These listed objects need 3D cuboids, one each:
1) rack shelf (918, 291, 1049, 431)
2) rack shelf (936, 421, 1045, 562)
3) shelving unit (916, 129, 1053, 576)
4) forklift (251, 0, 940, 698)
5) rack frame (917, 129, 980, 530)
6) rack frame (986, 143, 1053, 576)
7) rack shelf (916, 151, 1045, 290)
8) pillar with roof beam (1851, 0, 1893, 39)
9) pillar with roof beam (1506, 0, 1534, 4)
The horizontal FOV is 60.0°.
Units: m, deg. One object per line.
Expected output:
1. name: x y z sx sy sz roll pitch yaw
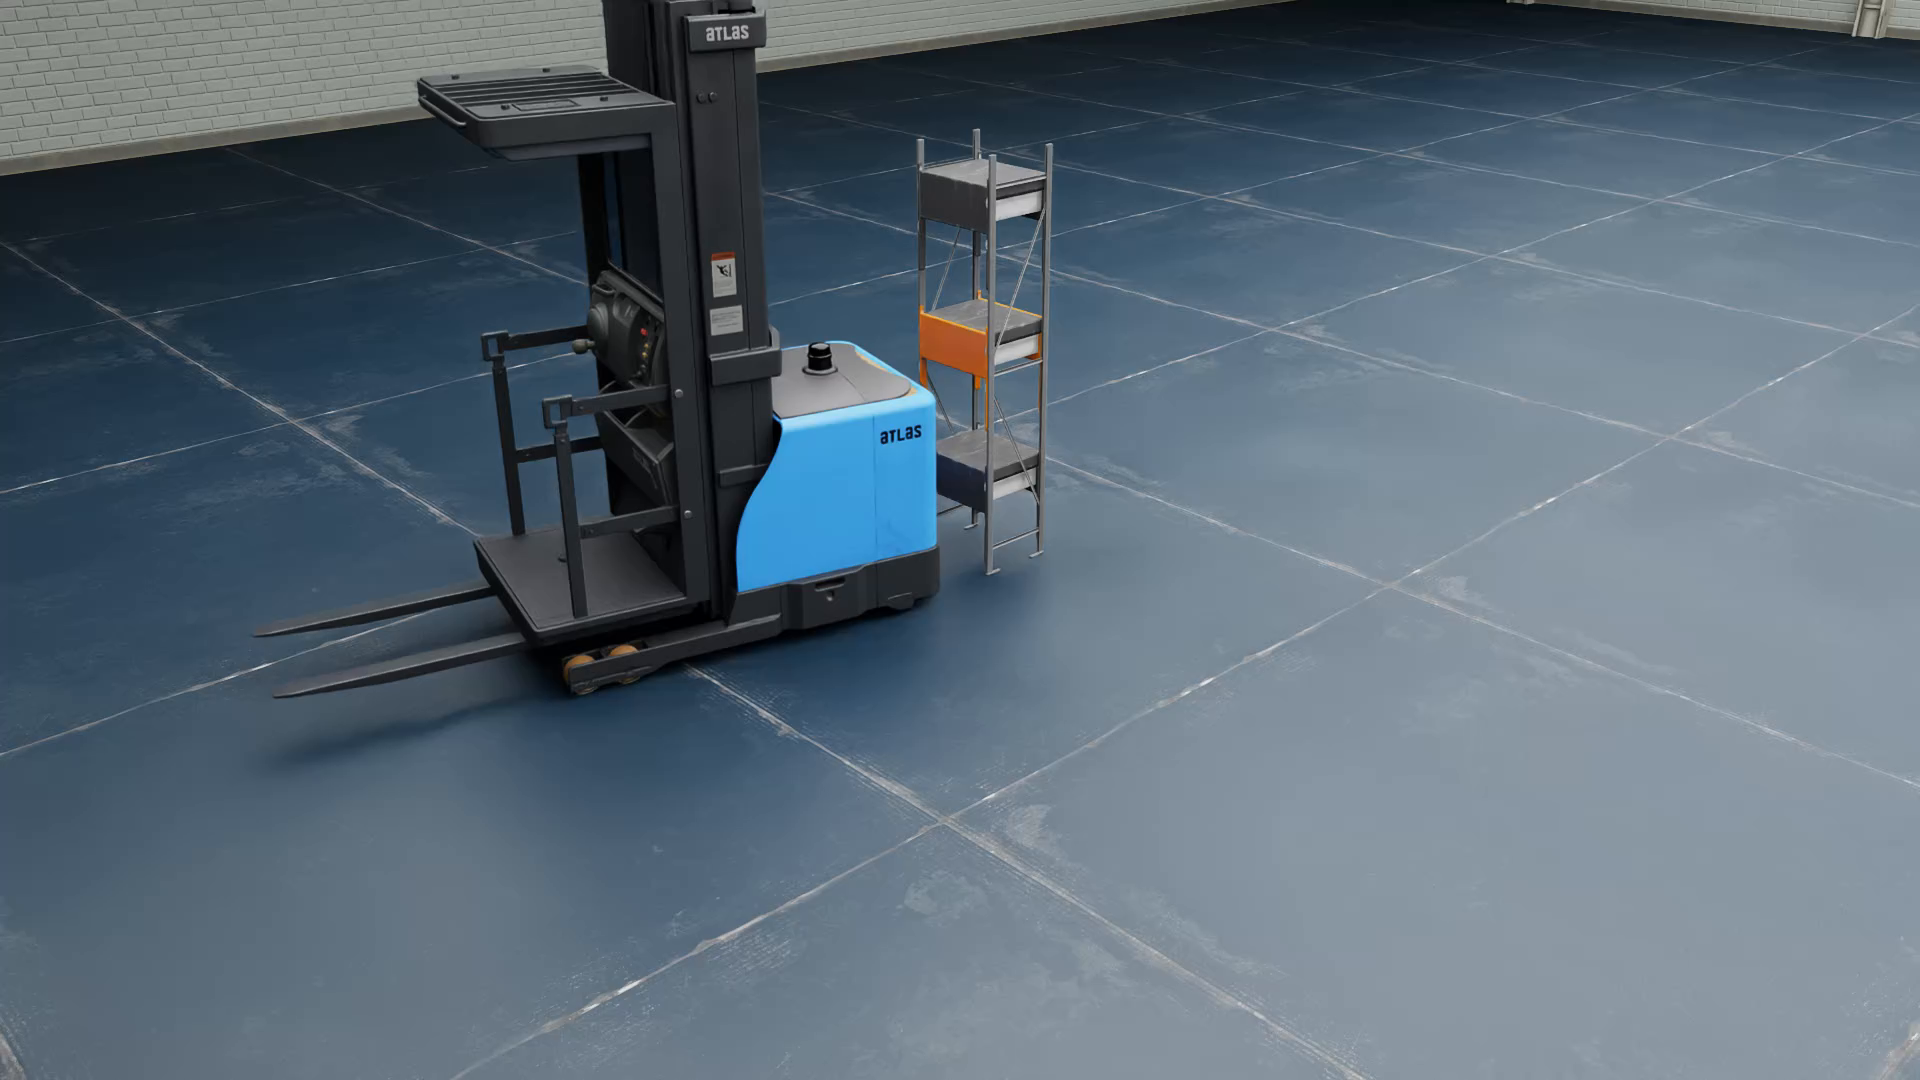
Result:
1. rack shelf: 0.113 -0.893 8.210 0.431 0.518 0.480 -21 32 -38
2. rack shelf: 0.113 -0.256 8.500 0.431 0.518 0.480 -21 32 -38
3. shelving unit: 0.113 -0.905 8.204 0.431 2.100 0.503 -21 32 -38
4. forklift: -1.640 -0.910 7.213 3.031 2.935 1.130 -13 27 -26
5. rack frame: -0.054 -0.979 8.366 0.400 2.100 0.015 -21 32 -38
6. rack frame: 0.280 -0.831 8.042 0.400 2.100 0.015 -21 32 -38
7. rack shelf: 0.113 -1.530 7.919 0.431 0.518 0.480 -21 32 -38
8. pillar with roof beam: 11.075 -10.755 21.482 9.100 9.000 0.400 -21 32 -38
9. pillar with roof beam: 6.974 -12.572 25.467 9.100 9.000 0.400 -21 32 -38
